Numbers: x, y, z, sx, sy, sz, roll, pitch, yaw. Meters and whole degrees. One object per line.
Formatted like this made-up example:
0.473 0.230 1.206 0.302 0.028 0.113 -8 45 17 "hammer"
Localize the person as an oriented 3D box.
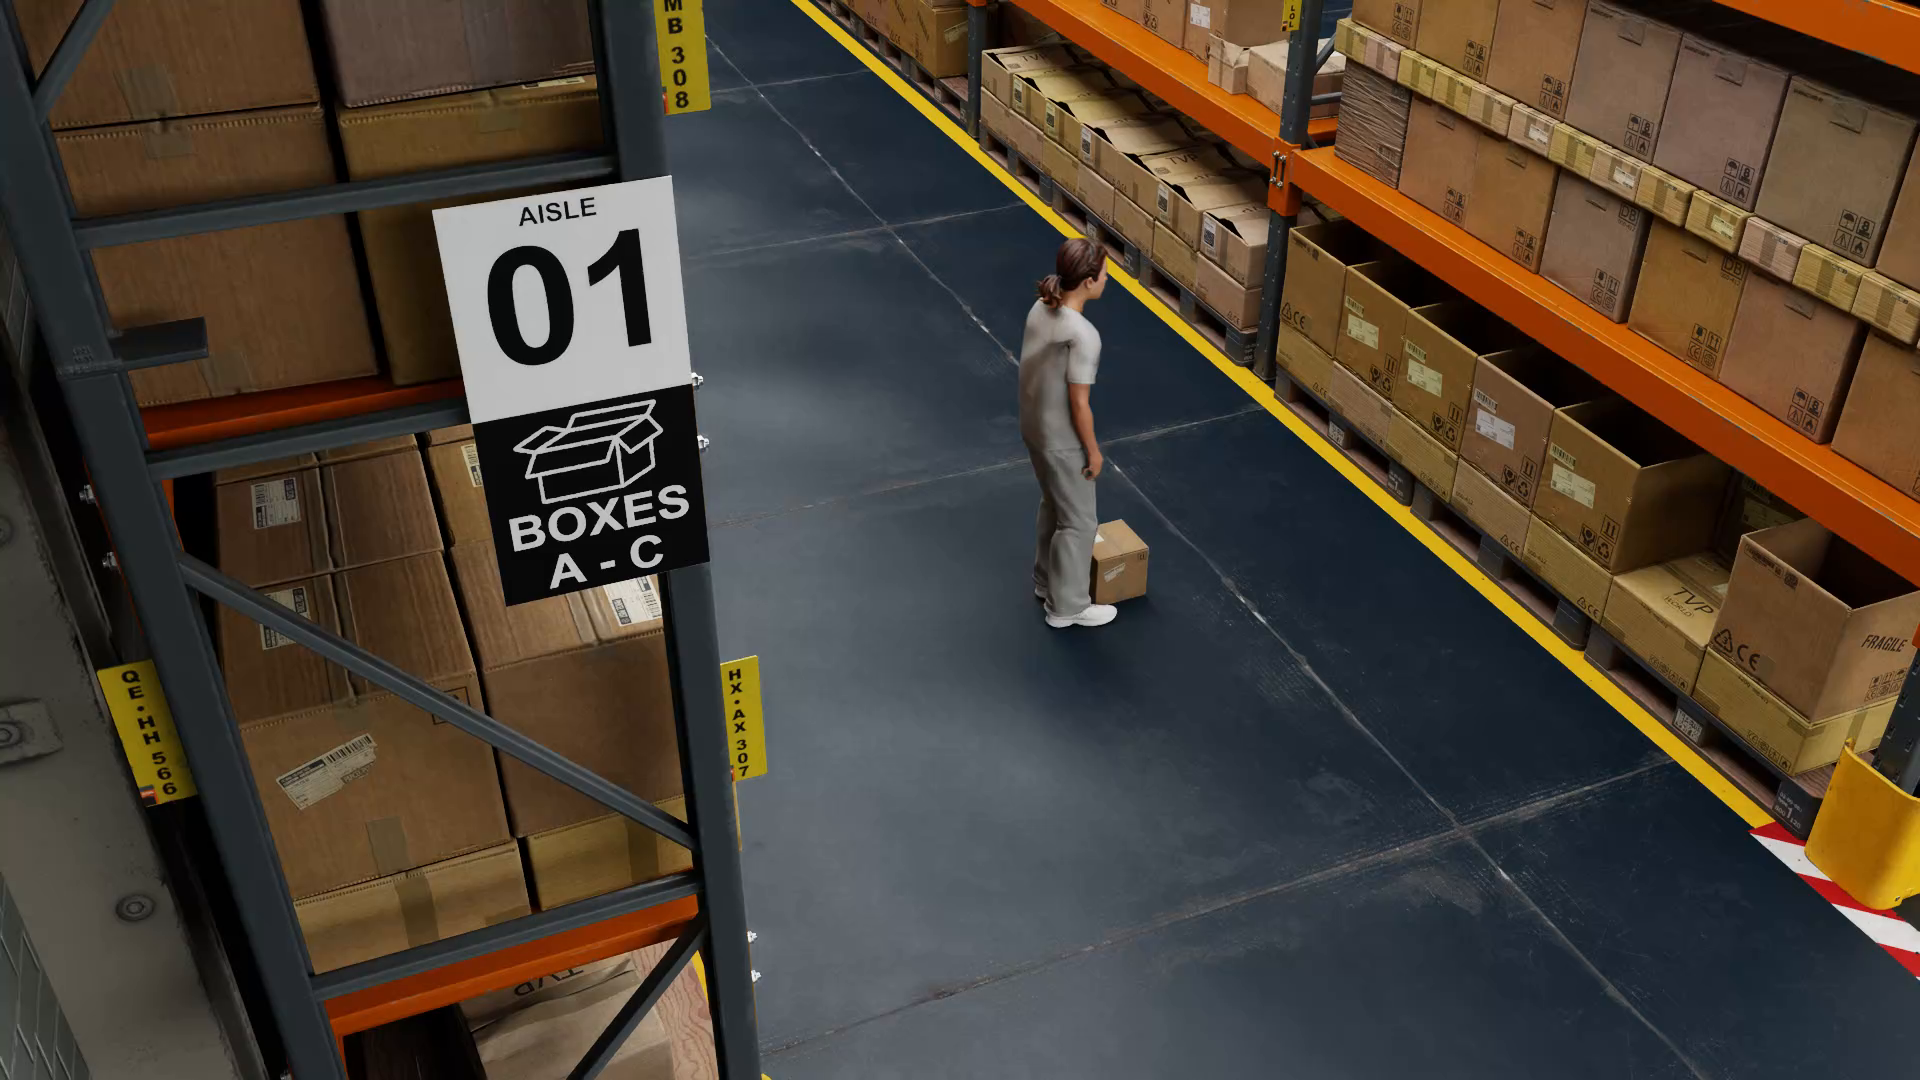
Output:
0.450 -0.439 6.803 0.404 1.673 0.492 -13 36 -19 "person"
